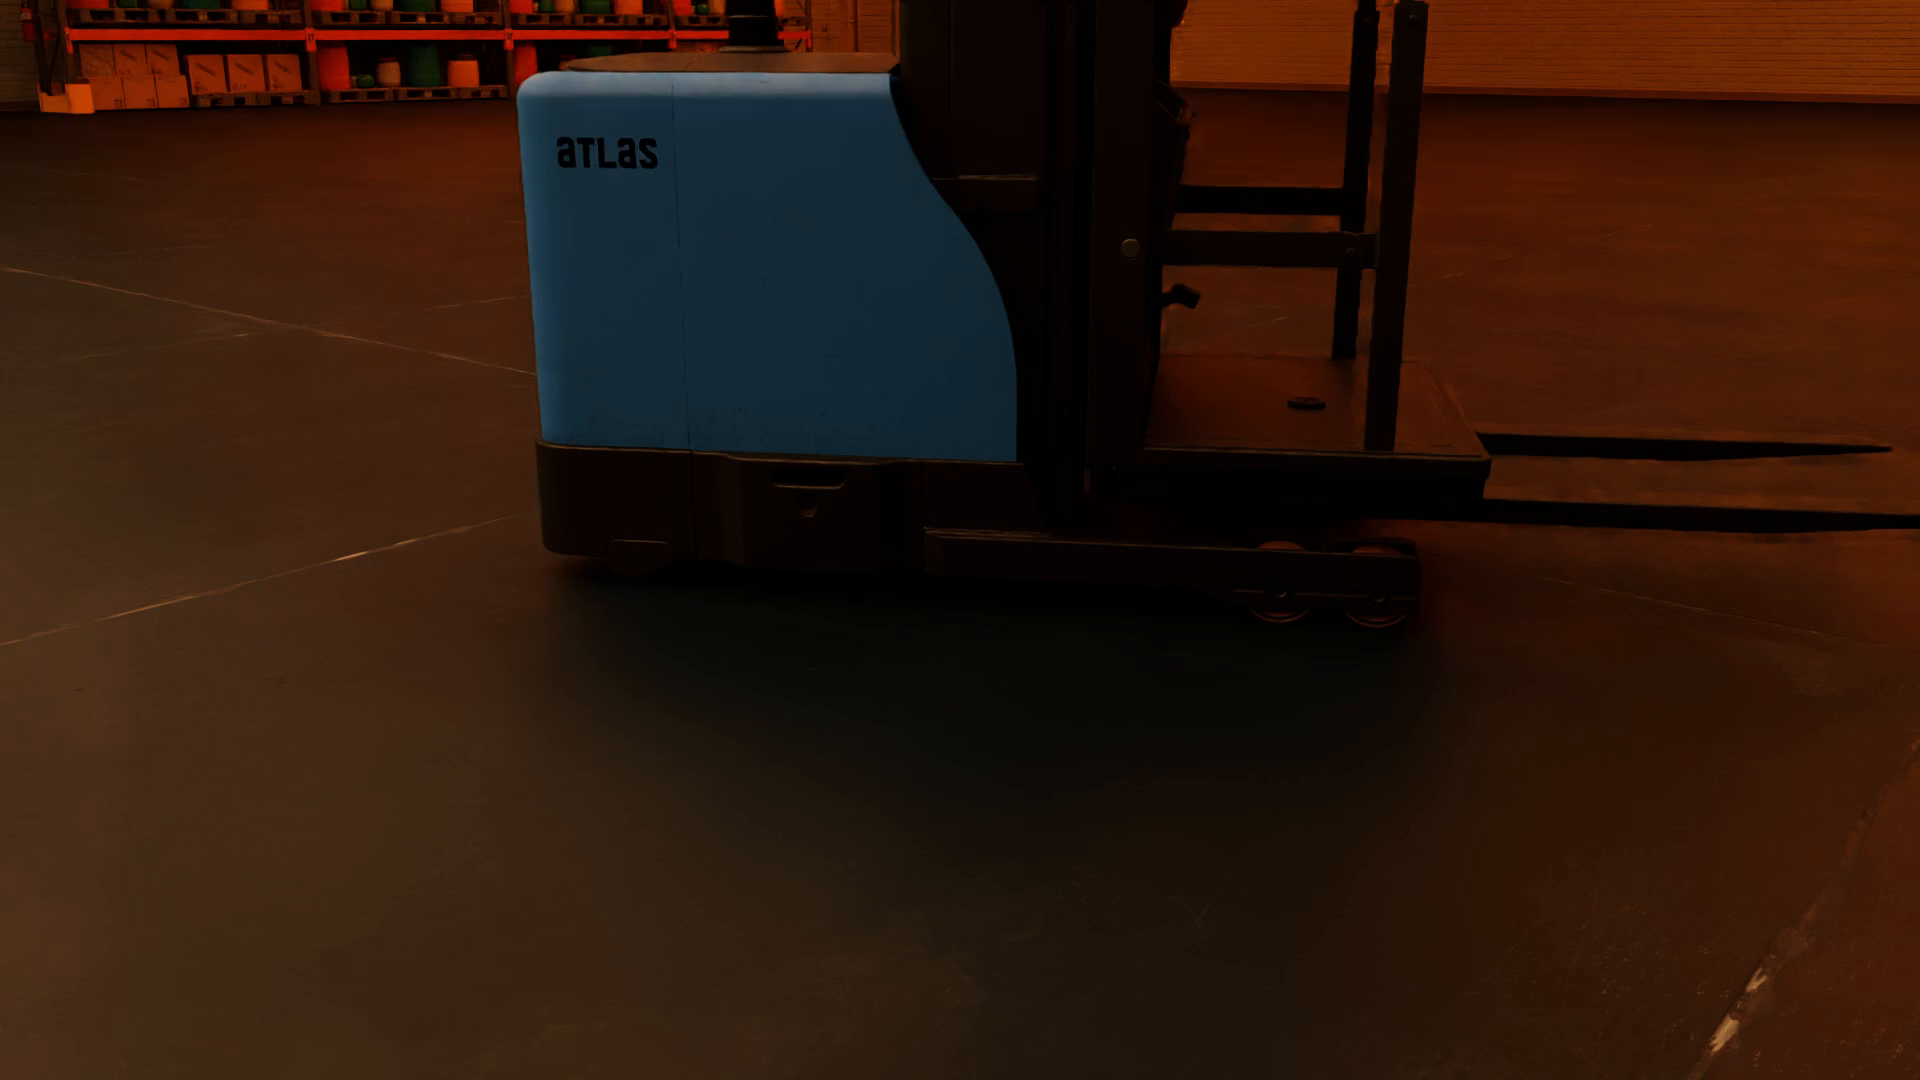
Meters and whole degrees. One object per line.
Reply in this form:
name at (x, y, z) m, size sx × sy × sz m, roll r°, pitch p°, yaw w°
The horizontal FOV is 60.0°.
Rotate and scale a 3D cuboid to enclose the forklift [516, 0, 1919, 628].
forklift at (0.639, -1.390, 3.475) m, size 3.031 × 2.935 × 1.130 m, roll 2°, pitch 17°, yaw 8°
